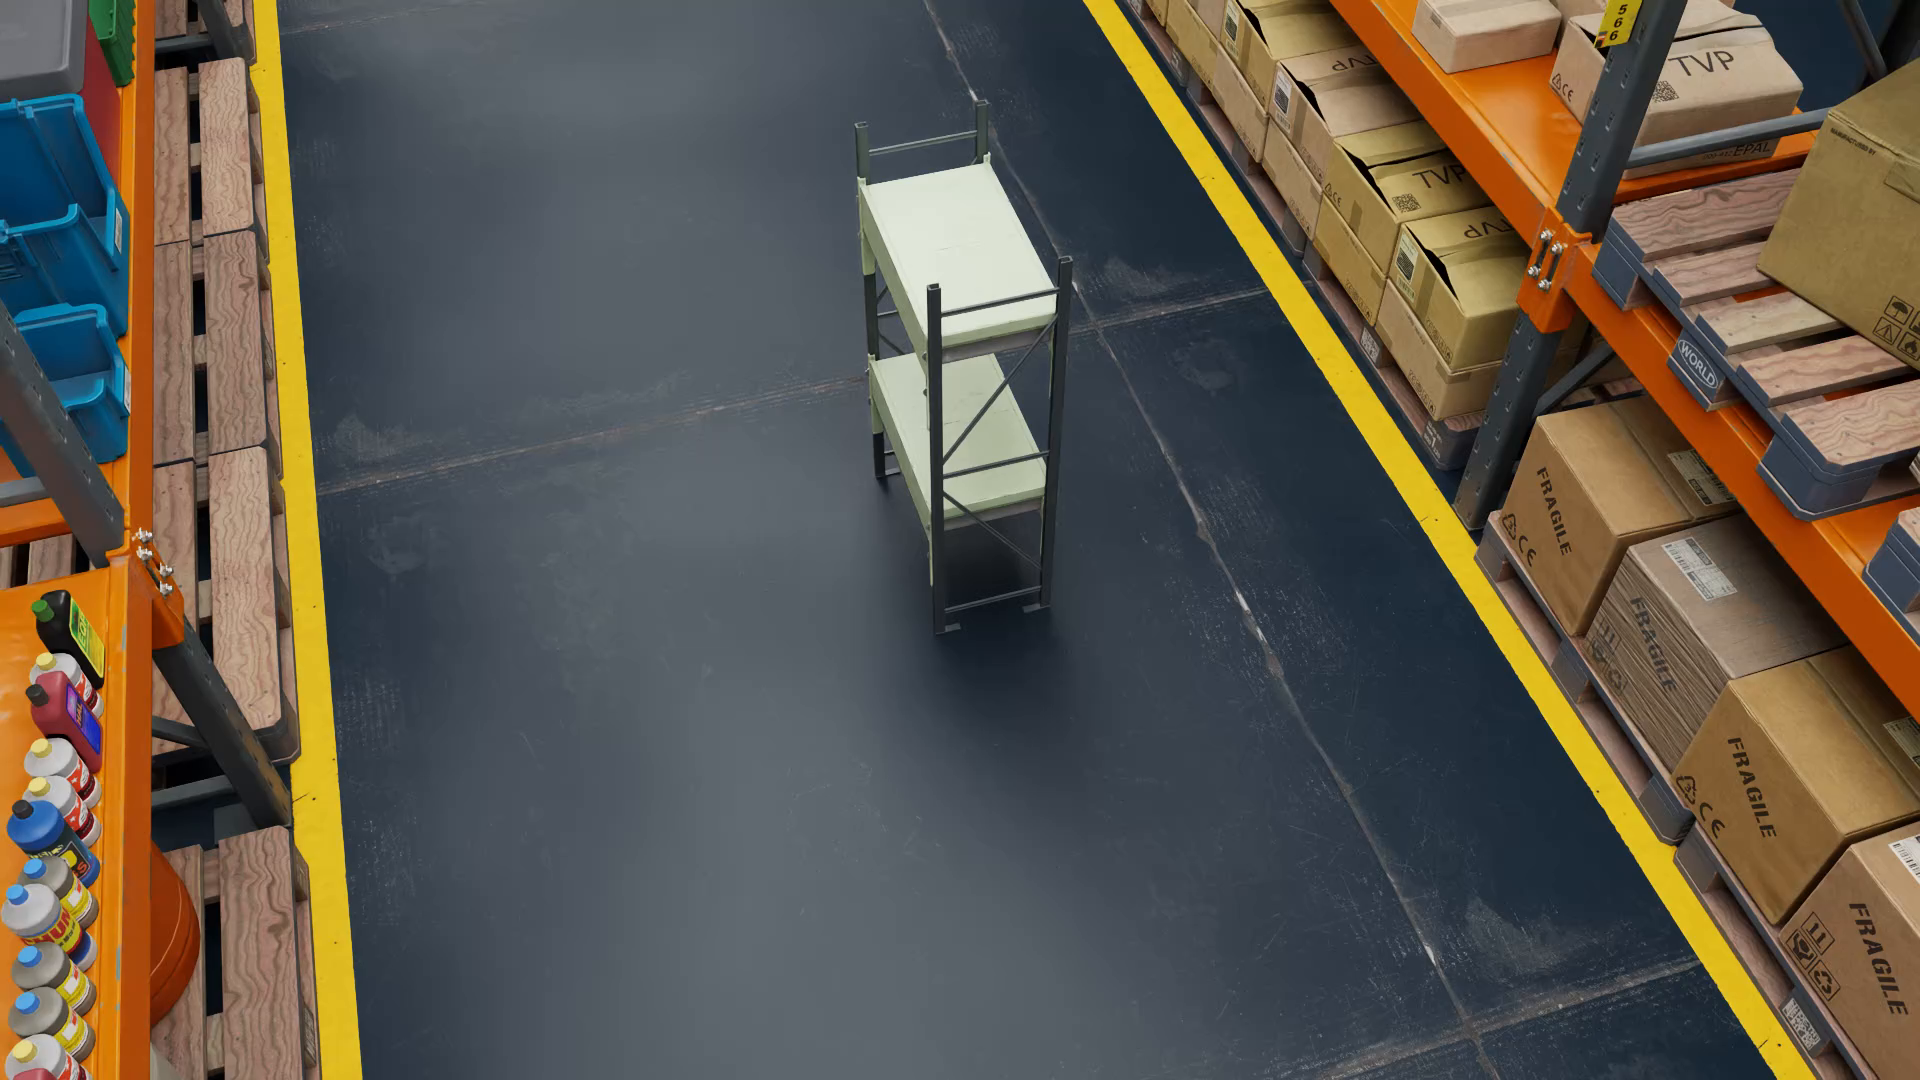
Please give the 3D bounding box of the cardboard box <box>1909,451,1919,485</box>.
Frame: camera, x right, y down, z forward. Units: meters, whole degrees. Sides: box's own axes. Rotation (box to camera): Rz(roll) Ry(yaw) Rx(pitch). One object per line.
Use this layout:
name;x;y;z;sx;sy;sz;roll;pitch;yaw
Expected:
cardboard box;2.604;-0.170;3.592;0.700;0.500;0.500;-5;50;-4

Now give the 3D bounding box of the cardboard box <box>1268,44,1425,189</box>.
cardboard box;1.526;-1.653;6.338;0.500;0.311;0.500;-14;51;-11

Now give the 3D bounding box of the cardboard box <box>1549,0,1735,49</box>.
cardboard box;2.143;-1.817;5.378;0.500;0.311;0.500;-14;51;-11

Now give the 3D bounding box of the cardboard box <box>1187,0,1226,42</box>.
cardboard box;1.221;-2.397;6.966;0.500;0.311;0.500;-15;51;-12

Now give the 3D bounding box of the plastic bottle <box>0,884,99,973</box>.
plastic bottle;-1.783;0.751;3.239;0.097;0.271;0.097;0;50;0

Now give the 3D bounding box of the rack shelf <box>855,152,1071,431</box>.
rack shelf;-0.002;-0.740;4.882;0.431;0.370;0.720;-13;51;-11

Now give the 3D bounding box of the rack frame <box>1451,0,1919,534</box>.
rack frame;2.222;-1.148;4.756;1.000;3.000;0.127;-13;51;-11

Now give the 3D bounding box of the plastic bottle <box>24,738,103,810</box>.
plastic bottle;-1.898;0.489;3.506;0.097;0.201;0.097;0;50;0

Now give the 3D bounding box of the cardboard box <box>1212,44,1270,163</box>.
cardboard box;1.377;-1.845;6.867;0.500;0.250;0.500;-12;51;-10

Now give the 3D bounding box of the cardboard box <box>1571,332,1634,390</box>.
cardboard box;2.348;-0.846;6.025;0.500;0.250;0.500;-13;51;-11

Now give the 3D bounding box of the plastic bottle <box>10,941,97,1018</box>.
plastic bottle;-1.754;0.844;3.206;0.097;0.201;0.097;0;50;0

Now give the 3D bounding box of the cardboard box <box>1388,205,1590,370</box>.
cardboard box;1.832;-0.905;5.708;0.500;0.311;0.500;-12;51;-10

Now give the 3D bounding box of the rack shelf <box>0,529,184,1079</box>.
rack shelf;-1.919;1.661;2.858;1.077;0.370;4.000;-13;51;-11

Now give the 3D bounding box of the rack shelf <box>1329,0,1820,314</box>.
rack shelf;1.631;-2.377;6.263;1.077;0.370;4.000;-13;51;-11

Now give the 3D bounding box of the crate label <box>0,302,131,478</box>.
crate label;-2.277;-0.370;4.209;0.303;0.233;0.416;-13;51;-11

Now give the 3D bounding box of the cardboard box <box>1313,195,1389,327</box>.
cardboard box;1.678;-1.102;6.241;0.500;0.250;0.500;-14;51;-11

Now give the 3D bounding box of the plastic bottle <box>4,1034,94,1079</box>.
plastic bottle;-1.697;0.986;3.086;0.097;0.201;0.097;0;50;0

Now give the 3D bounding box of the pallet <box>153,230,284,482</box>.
pallet;-3.060;-0.596;6.115;1.003;0.211;1.213;-13;51;-11

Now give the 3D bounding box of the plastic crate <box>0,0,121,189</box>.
plastic crate;-2.696;-1.301;4.843;0.402;0.464;0.583;-13;51;-11

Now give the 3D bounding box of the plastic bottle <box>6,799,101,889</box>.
plastic bottle;-1.841;0.608;3.359;0.097;0.271;0.097;0;50;0

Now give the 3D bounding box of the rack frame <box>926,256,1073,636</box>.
rack frame;0.106;-0.221;4.955;0.400;1.500;0.023;-13;51;-11

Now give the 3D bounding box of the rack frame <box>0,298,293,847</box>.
rack frame;-2.510;-0.031;3.814;1.000;3.000;0.127;-13;51;-11

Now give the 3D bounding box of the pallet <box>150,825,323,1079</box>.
pallet;-2.238;1.434;4.403;1.003;0.211;1.213;-13;51;-11

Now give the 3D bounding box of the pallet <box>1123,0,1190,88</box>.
pallet;1.295;-2.642;7.839;1.003;0.211;1.213;-13;51;-11

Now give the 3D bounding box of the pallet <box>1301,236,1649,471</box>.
pallet;2.016;-0.860;6.337;1.003;0.211;1.213;-13;51;-11

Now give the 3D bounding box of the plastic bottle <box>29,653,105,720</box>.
plastic bottle;-1.967;0.320;3.648;0.097;0.201;0.097;0;50;0

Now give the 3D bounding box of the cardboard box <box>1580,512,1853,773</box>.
cardboard box;2.244;0.294;4.888;0.500;0.500;0.500;-15;51;-12

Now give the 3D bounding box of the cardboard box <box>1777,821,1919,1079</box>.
cardboard box;2.547;1.041;4.258;0.500;0.500;0.500;-15;51;-12

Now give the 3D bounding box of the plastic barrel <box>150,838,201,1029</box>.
plastic barrel;-2.350;0.886;4.186;0.600;0.830;0.708;-13;51;-11

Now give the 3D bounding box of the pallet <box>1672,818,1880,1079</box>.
pallet;2.764;1.194;4.606;1.003;0.211;1.213;-13;51;-11

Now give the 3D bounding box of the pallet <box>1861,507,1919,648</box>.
pallet;2.802;0.333;3.633;1.003;0.211;1.213;-13;51;-11

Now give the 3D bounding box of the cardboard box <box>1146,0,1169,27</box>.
cardboard box;1.072;-2.595;7.499;0.500;0.250;0.500;-12;51;-10

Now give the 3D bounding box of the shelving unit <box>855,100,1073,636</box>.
shelving unit;-0.002;-0.488;5.181;0.431;1.500;0.755;-13;51;-11
